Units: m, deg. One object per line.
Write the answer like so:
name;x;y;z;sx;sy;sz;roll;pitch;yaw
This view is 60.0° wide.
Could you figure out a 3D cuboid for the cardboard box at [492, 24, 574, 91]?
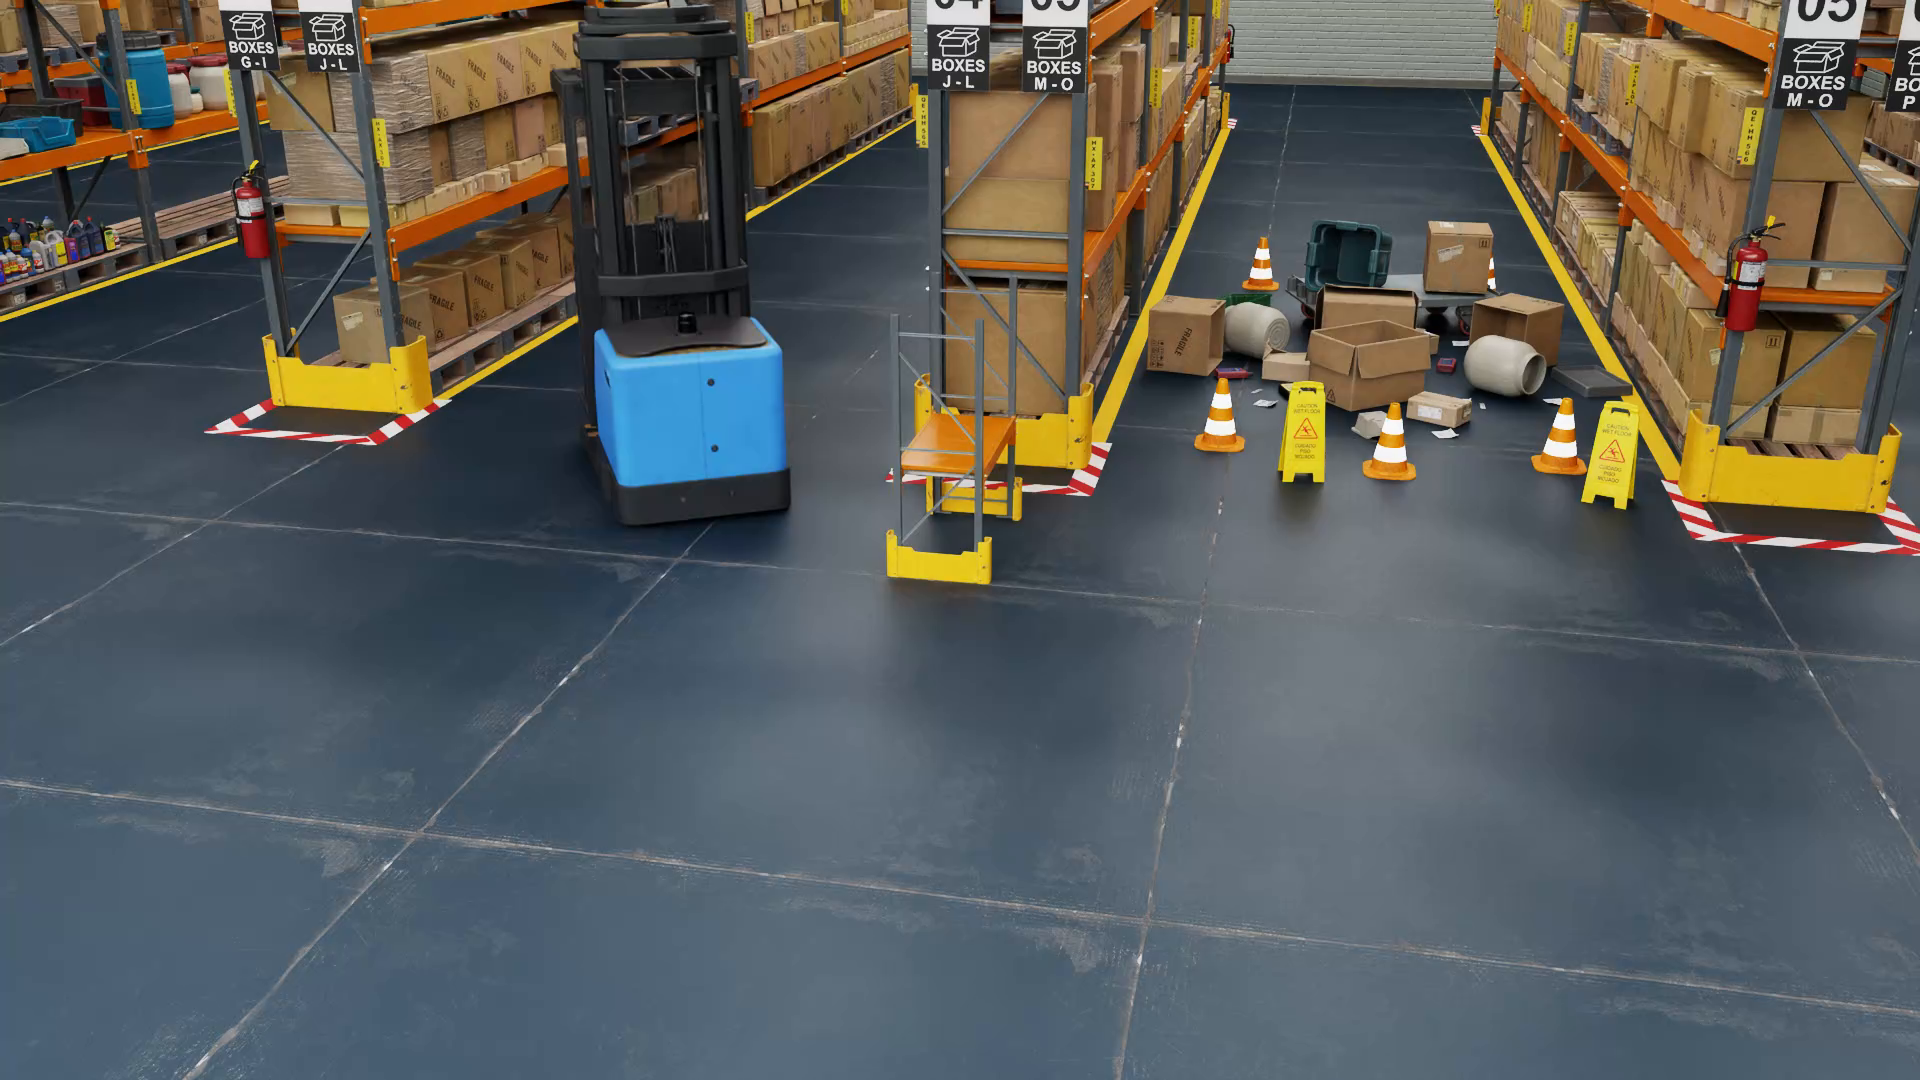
cardboard box;-3.644;-4.128;14.218;0.500;0.500;0.500;4;22;11

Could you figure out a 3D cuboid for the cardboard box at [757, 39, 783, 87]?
cardboard box;-2.436;-5.703;19.866;0.500;0.500;0.500;4;22;9

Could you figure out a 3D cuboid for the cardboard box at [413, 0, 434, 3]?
cardboard box;-4.086;-4.053;12.087;0.500;0.250;0.500;4;22;10

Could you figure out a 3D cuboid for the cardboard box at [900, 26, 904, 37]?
cardboard box;-1.074;-7.870;25.716;0.380;0.149;0.250;5;22;11

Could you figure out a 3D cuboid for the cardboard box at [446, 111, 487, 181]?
cardboard box;-4.269;-3.140;13.104;0.875;0.500;0.500;4;22;11

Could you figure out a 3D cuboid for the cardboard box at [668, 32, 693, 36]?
cardboard box;-2.976;-5.352;18.431;0.500;0.500;0.500;2;22;4

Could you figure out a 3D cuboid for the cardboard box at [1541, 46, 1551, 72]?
cardboard box;6.938;-5.481;18.980;0.500;0.250;0.500;4;22;9

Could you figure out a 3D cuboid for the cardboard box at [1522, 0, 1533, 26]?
cardboard box;7.439;-6.722;21.058;0.500;0.500;0.500;4;22;10

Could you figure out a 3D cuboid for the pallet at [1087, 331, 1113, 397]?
pallet;0.636;-1.420;13.097;1.003;0.211;1.213;4;22;11

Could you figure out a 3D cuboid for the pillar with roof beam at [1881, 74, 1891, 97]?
pillar with roof beam;10.508;-11.133;25.451;9.100;9.000;0.400;4;22;11

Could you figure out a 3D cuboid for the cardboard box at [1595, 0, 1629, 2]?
cardboard box;7.547;-5.973;19.196;0.500;0.500;0.500;5;23;13

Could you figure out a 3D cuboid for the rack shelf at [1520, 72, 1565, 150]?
rack shelf;7.205;-4.954;19.101;1.077;0.370;4.000;4;22;11

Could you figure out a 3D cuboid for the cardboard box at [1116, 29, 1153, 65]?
cardboard box;1.416;-4.499;15.536;0.700;0.500;0.500;5;22;11

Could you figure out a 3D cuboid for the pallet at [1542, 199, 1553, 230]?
pallet;7.032;-3.545;18.373;1.003;0.211;1.213;4;22;11

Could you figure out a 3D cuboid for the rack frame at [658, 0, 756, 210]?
rack frame;-2.905;-5.311;19.026;1.000;3.000;0.127;4;22;11

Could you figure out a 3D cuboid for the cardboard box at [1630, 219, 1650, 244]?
cardboard box;5.512;-2.425;13.105;0.380;0.149;0.250;5;22;12

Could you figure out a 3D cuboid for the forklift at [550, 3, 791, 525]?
forklift;-1.980;-1.967;10.815;1.130;2.935;3.031;-7;23;-17

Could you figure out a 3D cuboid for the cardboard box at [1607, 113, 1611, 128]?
cardboard box;6.038;-3.752;14.930;0.380;0.149;0.250;4;22;11

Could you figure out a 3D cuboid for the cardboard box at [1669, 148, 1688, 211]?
cardboard box;5.340;-2.583;11.721;0.500;0.500;0.500;5;22;12

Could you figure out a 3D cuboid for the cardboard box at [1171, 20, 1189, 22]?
cardboard box;2.747;-6.359;20.605;0.380;0.149;0.250;4;22;9

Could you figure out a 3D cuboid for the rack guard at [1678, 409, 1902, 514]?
rack guard;5.180;-0.498;10.422;1.175;0.500;0.348;4;22;11

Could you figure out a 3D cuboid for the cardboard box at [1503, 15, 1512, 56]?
cardboard box;7.853;-7.003;23.092;0.500;0.500;0.500;4;22;11

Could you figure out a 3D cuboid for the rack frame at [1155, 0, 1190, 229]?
rack frame;1.930;-4.896;17.996;1.000;3.000;0.127;4;22;11

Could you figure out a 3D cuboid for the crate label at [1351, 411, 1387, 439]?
crate label;2.933;-0.810;11.682;0.250;0.136;0.298;-7;23;-17

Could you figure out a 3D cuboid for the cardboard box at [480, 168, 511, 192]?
cardboard box;-3.844;-2.896;13.366;0.380;0.149;0.250;4;22;11

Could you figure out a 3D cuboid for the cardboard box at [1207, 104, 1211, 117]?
cardboard box;3.300;-5.994;23.179;0.380;0.149;0.250;5;22;12

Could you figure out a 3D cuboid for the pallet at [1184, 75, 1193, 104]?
pallet;1.972;-5.076;18.699;1.213;0.211;1.003;4;22;11

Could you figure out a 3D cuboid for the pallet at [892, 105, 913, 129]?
pallet;-1.359;-6.645;26.071;1.003;0.211;1.213;4;22;11

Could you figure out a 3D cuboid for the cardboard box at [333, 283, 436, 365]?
cardboard box;-4.393;-1.648;12.714;0.500;0.500;0.500;9;24;21

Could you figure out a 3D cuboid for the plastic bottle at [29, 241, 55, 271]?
plastic bottle;-8.561;-2.662;15.504;0.152;0.276;0.135;5;22;12

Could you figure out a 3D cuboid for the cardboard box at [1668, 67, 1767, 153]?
cardboard box;5.169;-2.861;11.071;0.700;0.500;0.500;4;22;10

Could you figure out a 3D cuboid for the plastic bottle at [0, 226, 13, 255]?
plastic bottle;-9.179;-2.869;15.918;0.144;0.351;0.185;4;22;9

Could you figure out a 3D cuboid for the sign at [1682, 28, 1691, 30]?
sign;7.330;-5.018;16.855;0.100;0.325;0.005;4;22;11

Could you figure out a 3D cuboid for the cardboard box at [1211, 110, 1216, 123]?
cardboard box;3.438;-6.042;23.696;0.380;0.149;0.250;5;22;11

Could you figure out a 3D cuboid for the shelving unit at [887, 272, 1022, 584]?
shelving unit;-0.016;-0.668;9.504;0.587;1.500;1.083;4;22;11

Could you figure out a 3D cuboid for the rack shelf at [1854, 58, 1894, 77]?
rack shelf;12.881;-6.039;21.797;1.077;0.370;4.000;4;22;11

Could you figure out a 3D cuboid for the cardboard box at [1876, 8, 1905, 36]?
cardboard box;5.550;-3.001;9.612;0.380;0.149;0.250;4;22;11

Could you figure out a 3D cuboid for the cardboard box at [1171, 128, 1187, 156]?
cardboard box;2.308;-4.513;18.824;0.500;0.250;0.500;3;22;8

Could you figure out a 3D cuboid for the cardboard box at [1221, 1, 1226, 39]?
cardboard box;3.519;-7.448;23.800;0.500;0.500;0.500;5;22;11

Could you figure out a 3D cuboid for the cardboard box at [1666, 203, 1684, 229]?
cardboard box;5.308;-2.324;11.946;0.380;0.149;0.250;4;22;11

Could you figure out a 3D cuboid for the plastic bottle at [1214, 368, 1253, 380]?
plastic bottle;2.140;-1.303;13.008;0.283;0.061;0.133;-3;22;-8

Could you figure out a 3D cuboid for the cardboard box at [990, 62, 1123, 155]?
cardboard box;0.681;-3.076;11.830;0.875;0.550;0.550;4;22;11

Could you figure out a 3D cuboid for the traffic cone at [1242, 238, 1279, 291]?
traffic cone;2.866;-2.632;15.769;0.336;0.463;0.334;4;22;11

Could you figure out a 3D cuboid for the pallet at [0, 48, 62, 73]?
pallet;-12.532;-6.232;21.569;1.213;0.211;1.003;4;22;11

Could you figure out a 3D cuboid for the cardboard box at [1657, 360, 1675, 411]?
cardboard box;5.180;-1.054;11.575;0.500;0.250;0.500;5;22;11

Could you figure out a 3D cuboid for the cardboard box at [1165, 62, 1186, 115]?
cardboard box;2.101;-4.757;17.517;0.500;0.500;0.500;4;22;11

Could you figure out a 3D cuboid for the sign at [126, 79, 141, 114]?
sign;-8.033;-4.308;16.165;0.100;0.325;0.005;4;22;11

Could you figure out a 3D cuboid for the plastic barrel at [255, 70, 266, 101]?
plastic barrel;-7.840;-5.194;18.586;0.421;0.512;0.421;0;22;0

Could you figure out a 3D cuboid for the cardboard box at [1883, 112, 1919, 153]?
cardboard box;12.654;-5.428;22.100;0.500;0.500;0.500;5;22;12

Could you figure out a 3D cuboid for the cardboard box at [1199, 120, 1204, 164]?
cardboard box;2.842;-5.104;21.297;0.500;0.500;0.500;4;22;10

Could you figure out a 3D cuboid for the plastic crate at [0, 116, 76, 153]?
plastic crate;-8.530;-3.731;15.303;0.499;0.251;0.616;4;22;11

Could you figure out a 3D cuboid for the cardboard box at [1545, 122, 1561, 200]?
cardboard box;7.205;-4.337;18.889;0.875;0.875;0.875;5;22;12

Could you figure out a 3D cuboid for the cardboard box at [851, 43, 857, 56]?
cardboard box;-1.649;-6.836;23.150;0.380;0.149;0.250;4;22;9

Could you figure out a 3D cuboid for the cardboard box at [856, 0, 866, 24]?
cardboard box;-1.632;-7.526;23.323;0.500;0.500;0.500;4;22;11

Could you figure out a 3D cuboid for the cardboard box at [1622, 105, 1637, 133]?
cardboard box;5.850;-3.659;13.828;0.500;0.500;0.500;4;22;10

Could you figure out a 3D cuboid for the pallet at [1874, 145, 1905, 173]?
pallet;12.861;-5.047;22.102;1.003;0.211;1.213;4;22;11
